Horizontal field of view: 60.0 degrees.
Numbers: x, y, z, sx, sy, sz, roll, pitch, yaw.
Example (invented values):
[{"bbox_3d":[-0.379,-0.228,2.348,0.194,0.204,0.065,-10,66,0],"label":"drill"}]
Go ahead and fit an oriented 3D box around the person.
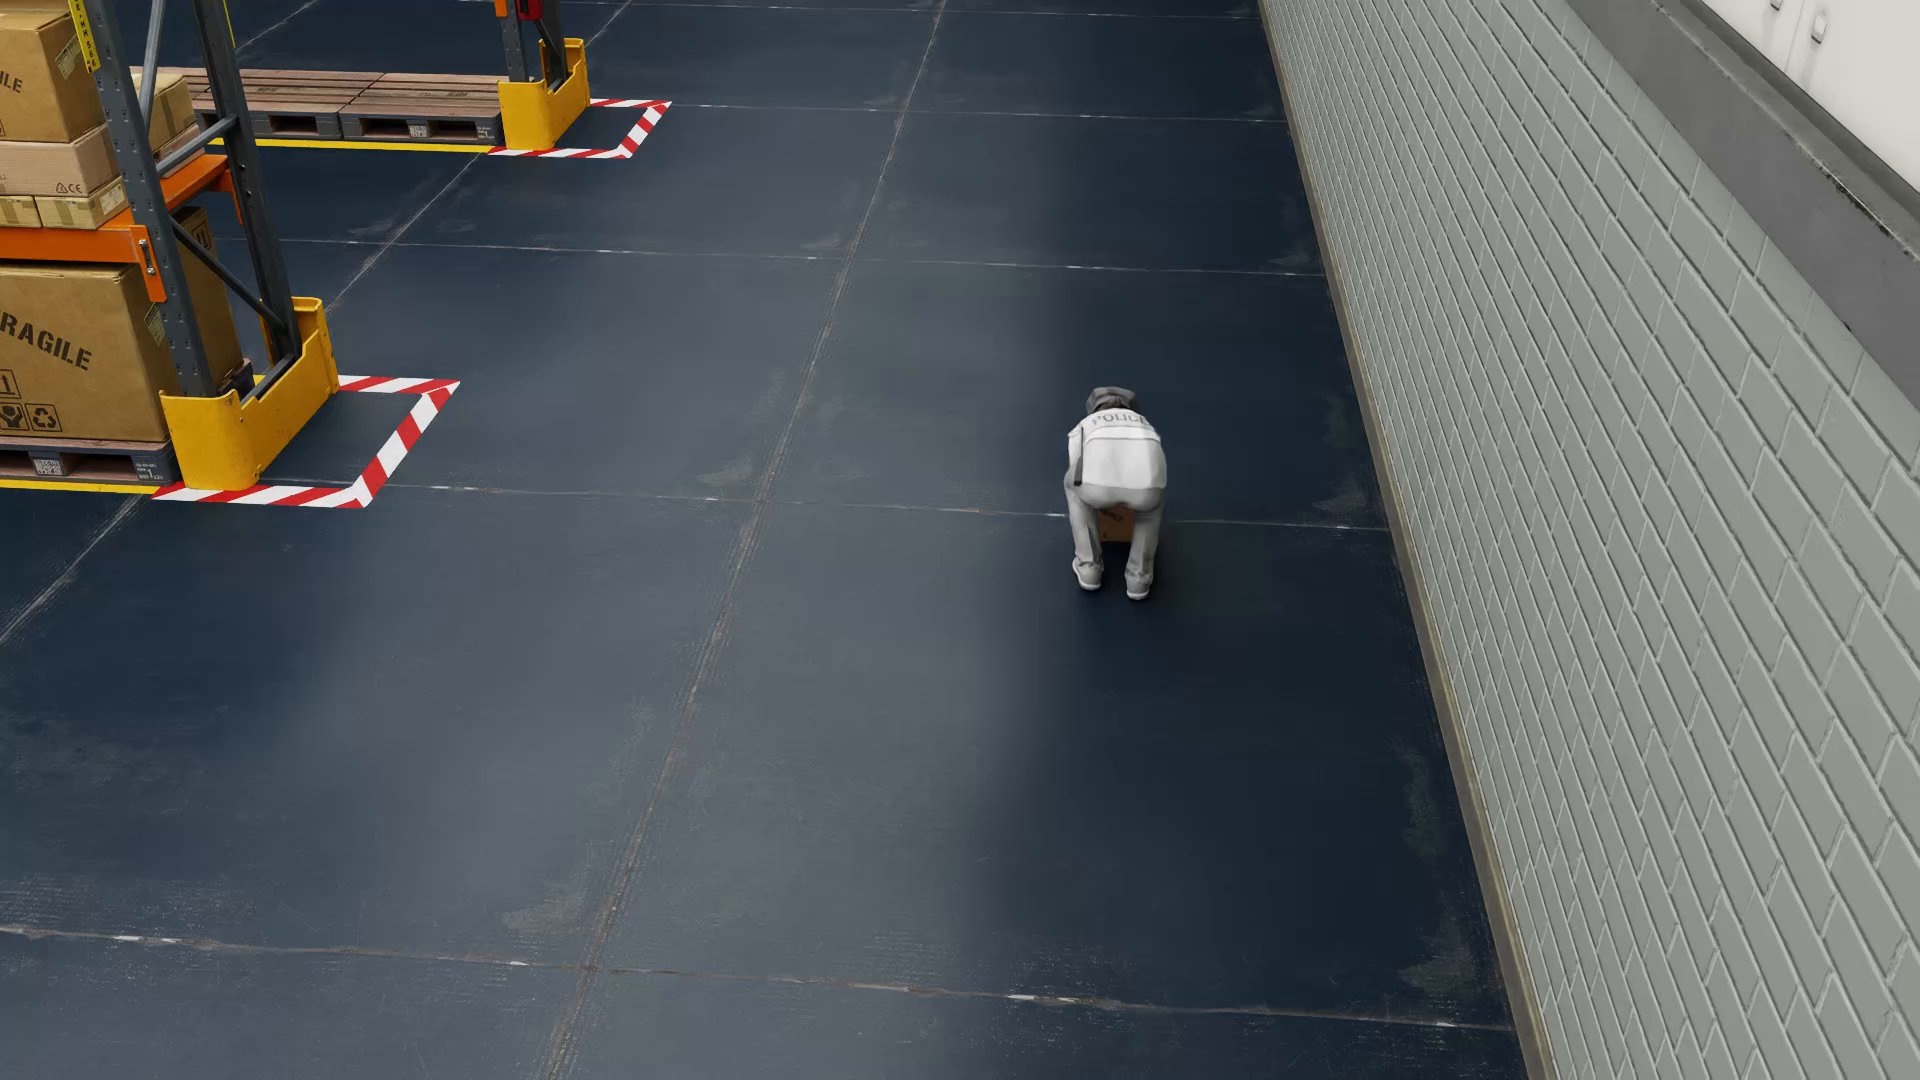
[{"bbox_3d":[0.683,-0.220,7.311,0.454,0.823,0.897,1,32,2],"label":"person"}]
